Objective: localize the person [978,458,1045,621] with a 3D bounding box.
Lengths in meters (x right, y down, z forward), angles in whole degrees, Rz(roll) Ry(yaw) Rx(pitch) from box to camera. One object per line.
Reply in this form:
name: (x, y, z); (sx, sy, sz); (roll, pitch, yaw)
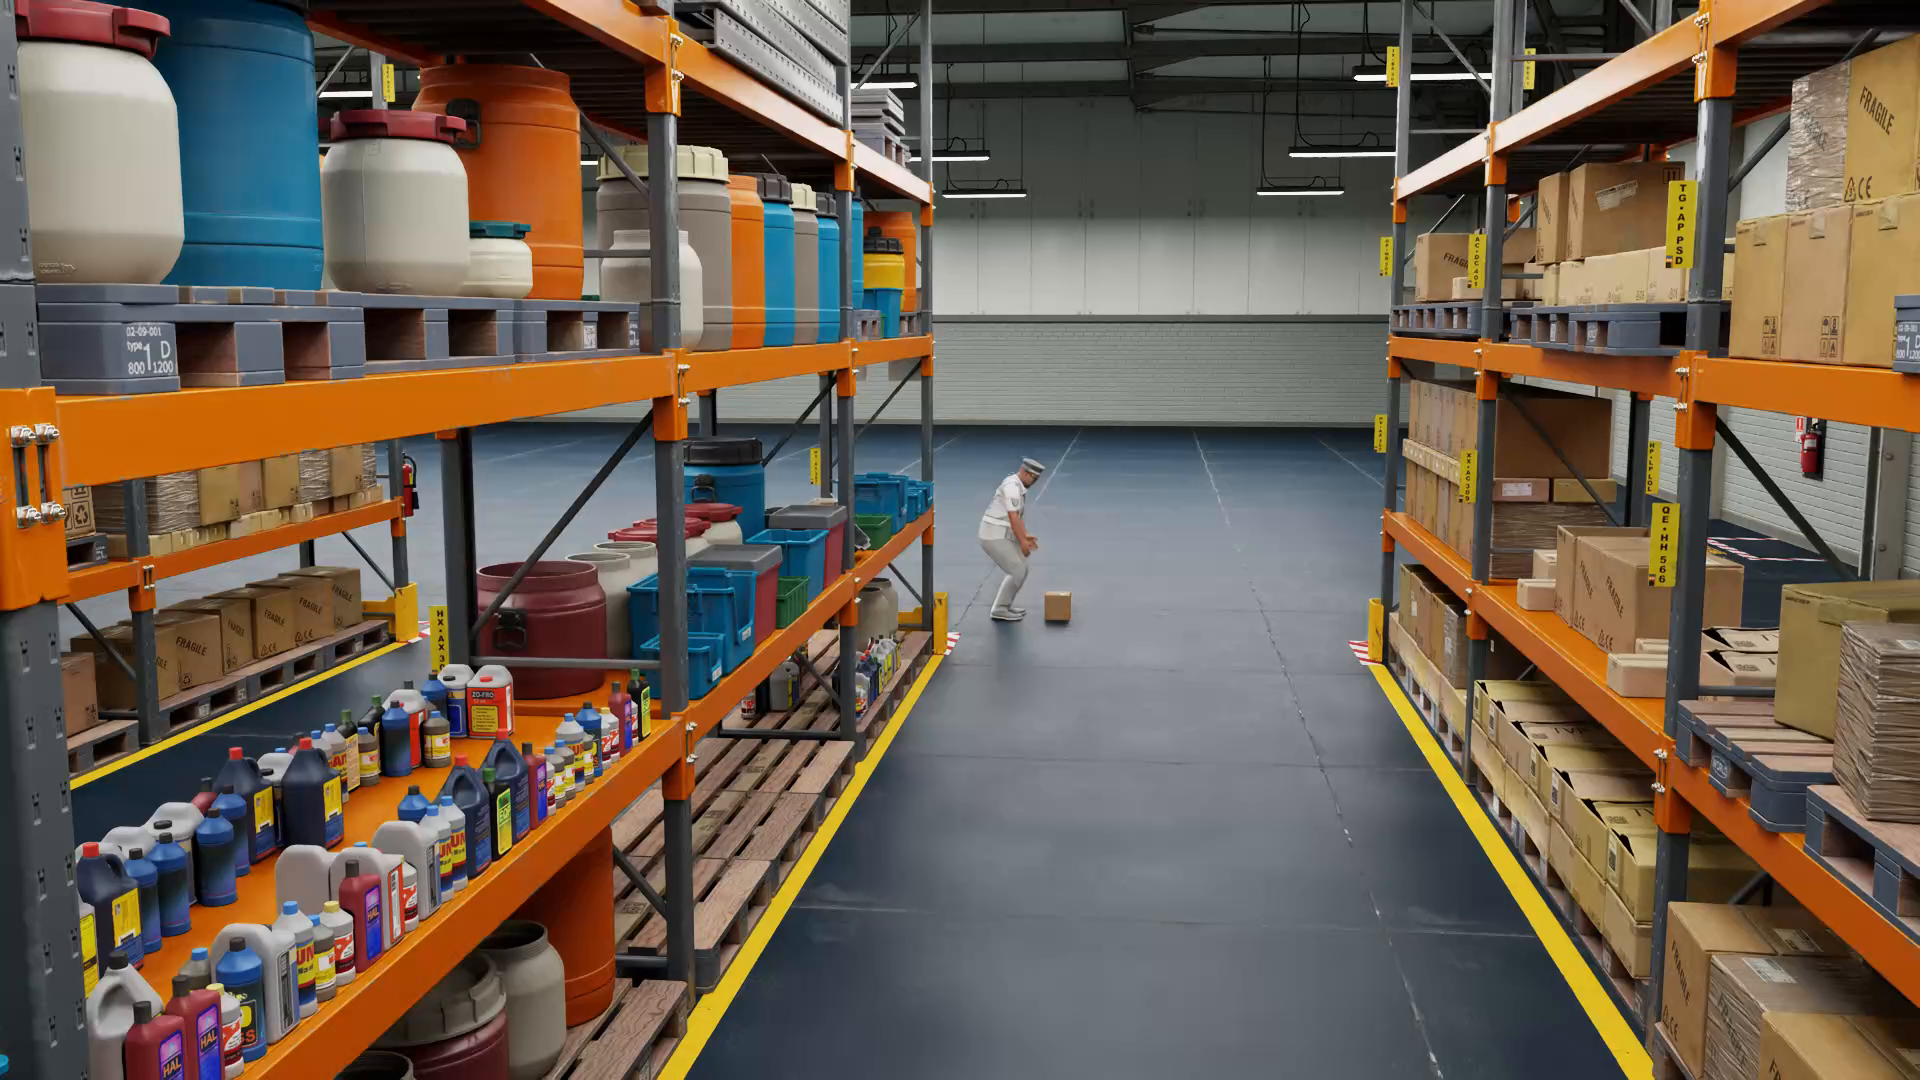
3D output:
person: (0.514, -0.017, 16.545); (0.658, 1.594, 0.581); (1, 8, 7)
